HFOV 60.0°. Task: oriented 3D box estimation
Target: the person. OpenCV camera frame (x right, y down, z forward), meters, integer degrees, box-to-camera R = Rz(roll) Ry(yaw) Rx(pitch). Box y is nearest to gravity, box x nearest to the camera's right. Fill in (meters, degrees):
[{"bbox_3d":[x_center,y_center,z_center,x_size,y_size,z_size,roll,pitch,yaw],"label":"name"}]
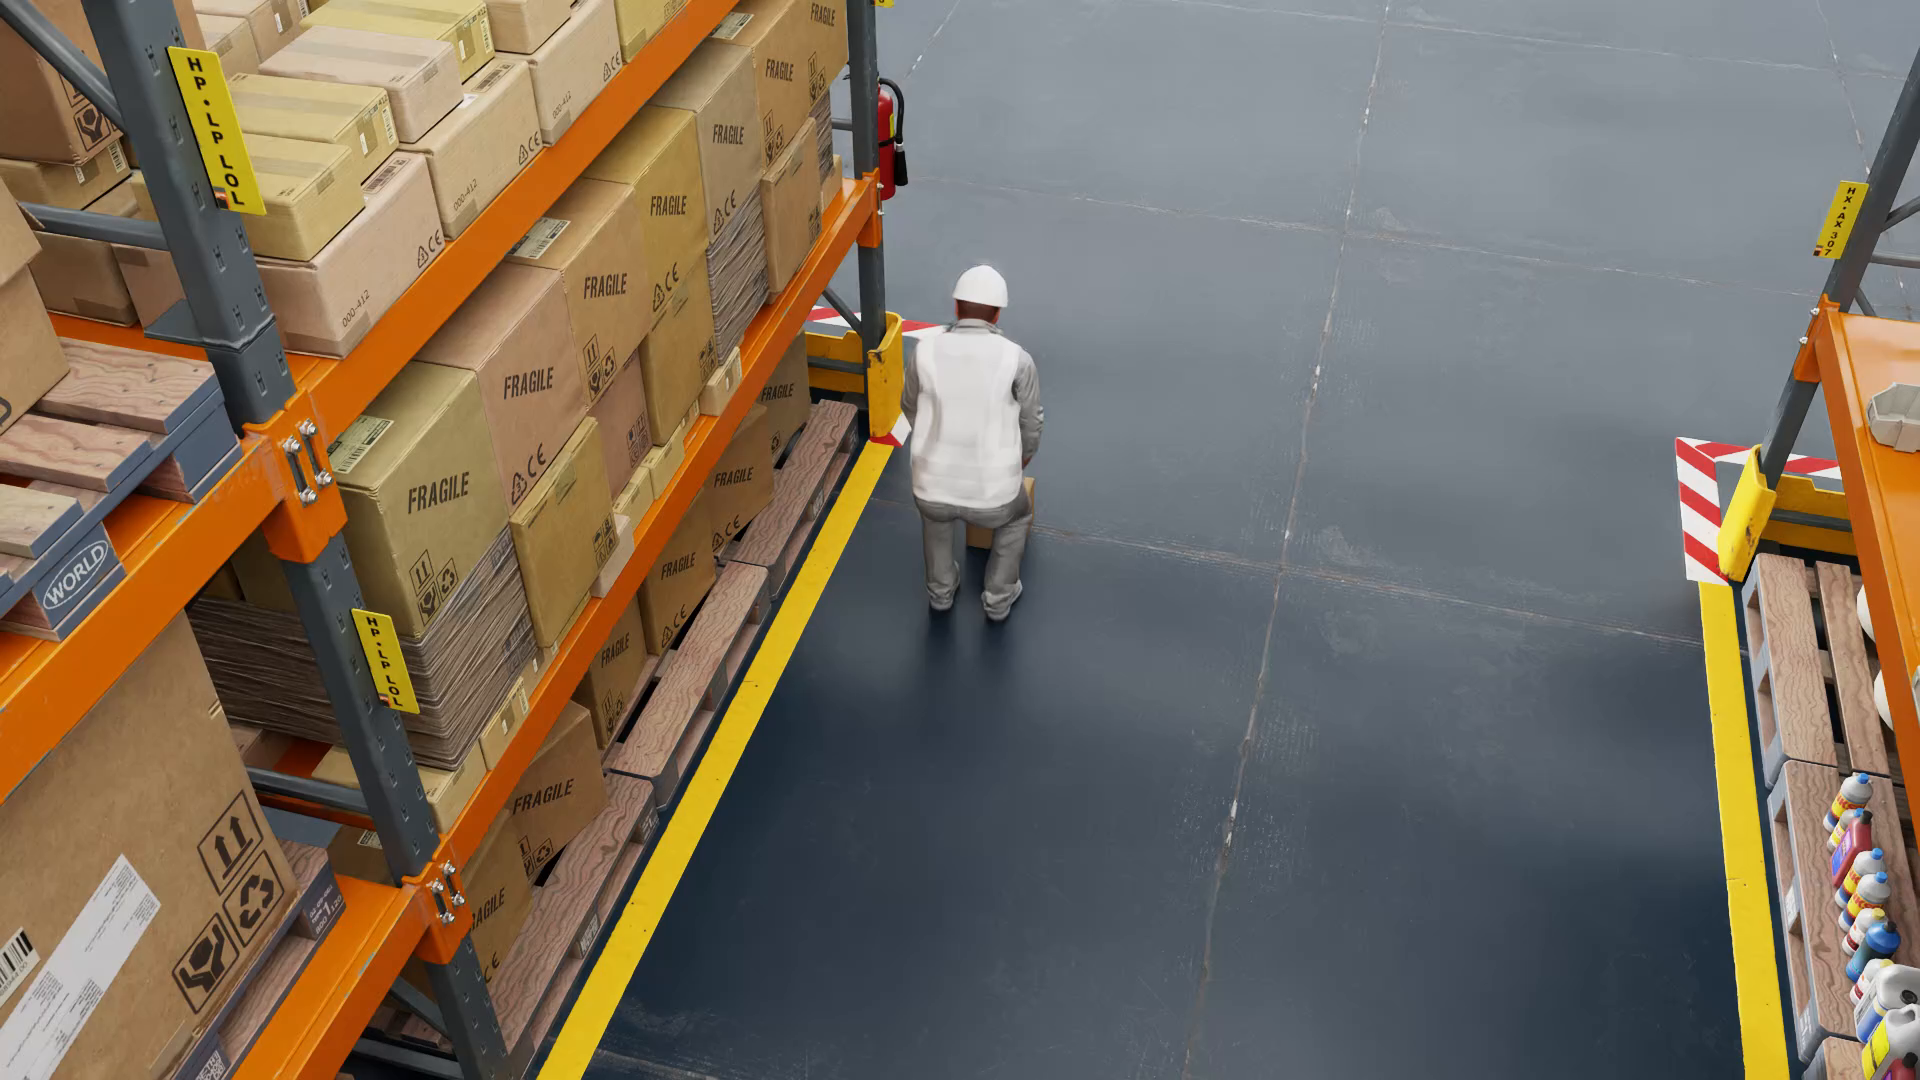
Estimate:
[{"bbox_3d":[0.030,-0.340,6.764,0.591,1.478,0.734,9,42,10],"label":"person"}]
